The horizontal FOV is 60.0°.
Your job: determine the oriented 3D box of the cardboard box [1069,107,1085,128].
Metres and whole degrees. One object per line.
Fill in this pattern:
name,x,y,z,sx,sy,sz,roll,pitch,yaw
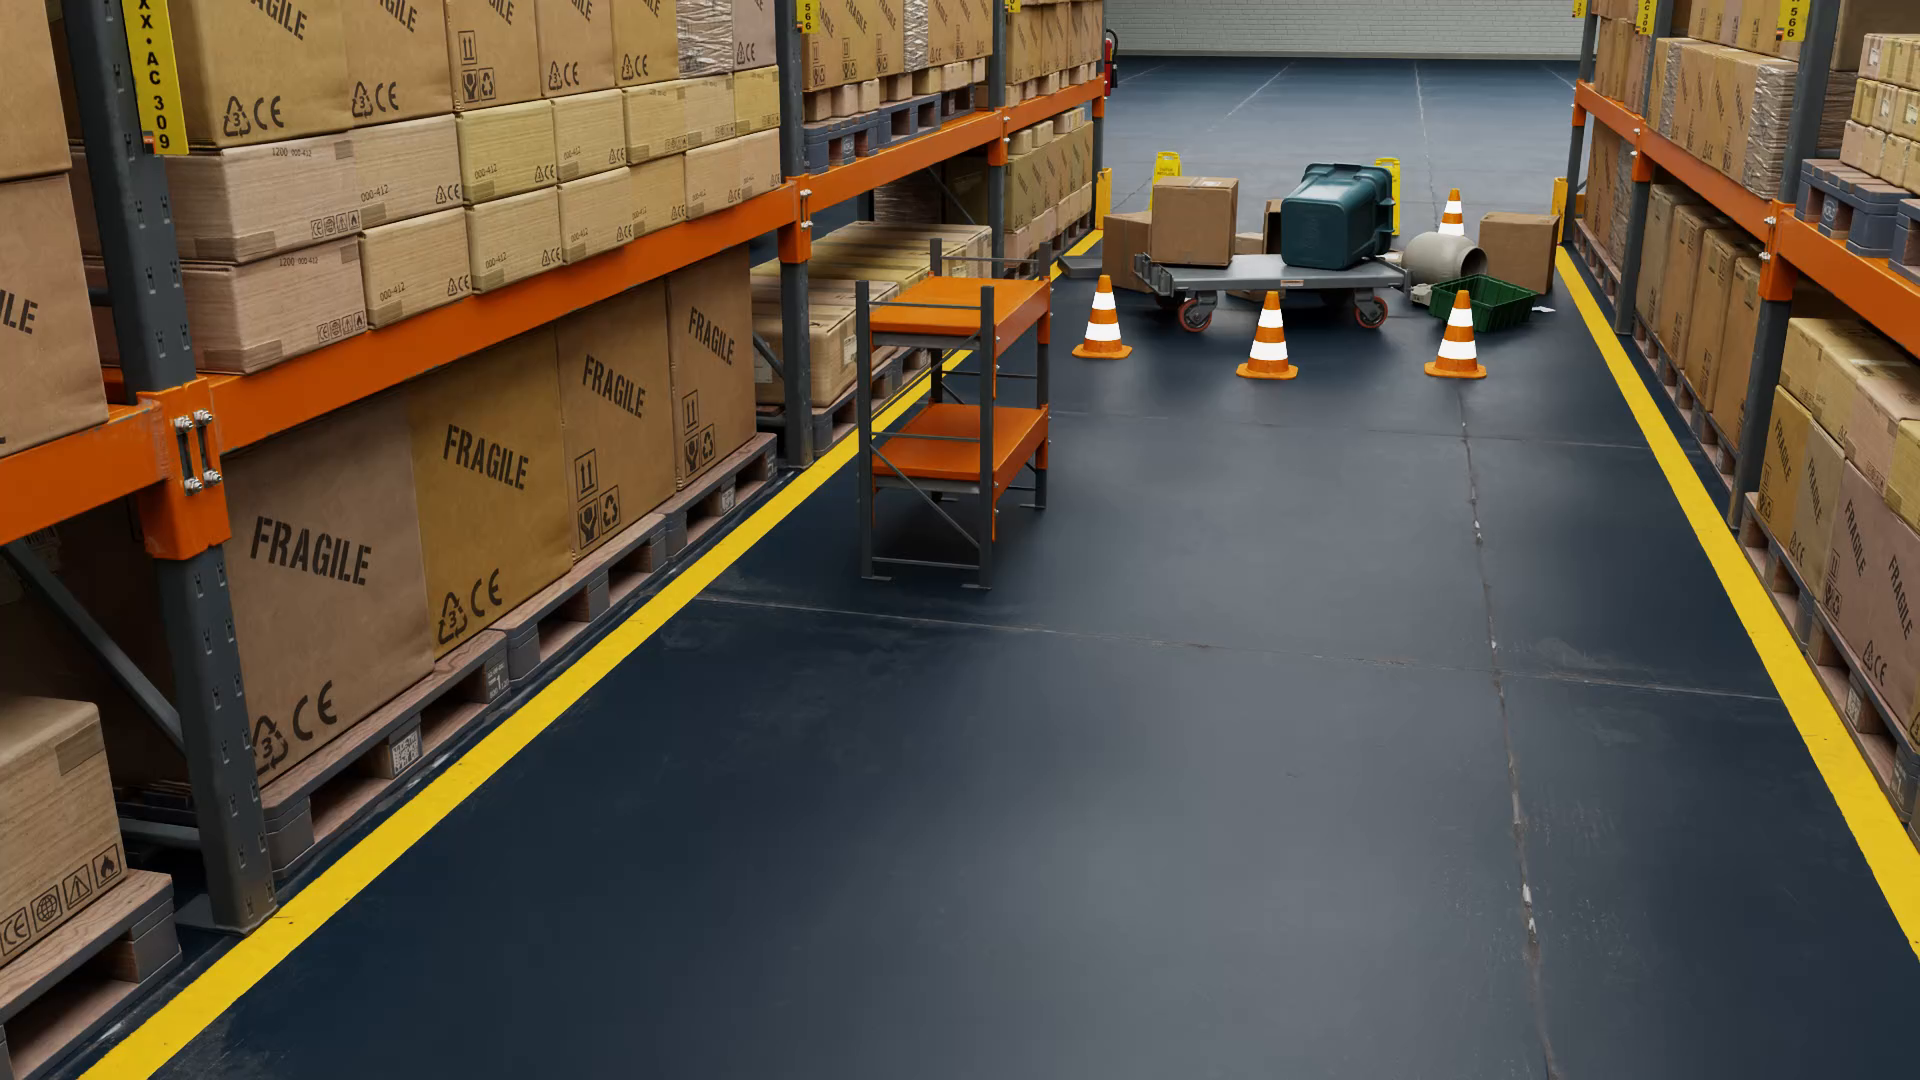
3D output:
cardboard box,0.809,-3.465,13.633,0.380,0.149,0.250,5,20,15

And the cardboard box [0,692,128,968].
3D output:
cardboard box,-2.413,0.665,3.414,0.875,0.438,0.875,4,19,13

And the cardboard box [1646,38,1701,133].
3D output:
cardboard box,4.234,-2.589,9.472,0.500,0.500,0.500,5,19,14

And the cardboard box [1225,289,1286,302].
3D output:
cardboard box,2.079,-1.836,11.653,0.258,0.266,0.396,-9,21,-24

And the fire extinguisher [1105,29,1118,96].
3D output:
fire extinguisher,1.251,-4.261,14.642,0.296,0.674,0.183,5,19,13

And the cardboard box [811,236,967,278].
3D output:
cardboard box,-0.499,-1.609,10.175,0.950,0.372,0.625,6,20,17

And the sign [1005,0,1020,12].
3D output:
sign,0.338,-3.550,10.648,0.100,0.325,0.005,5,19,13

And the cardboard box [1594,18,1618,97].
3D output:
cardboard box,5.182,-3.550,12.209,0.875,0.550,0.550,5,19,13

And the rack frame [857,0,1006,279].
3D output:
rack frame,-0.201,-3.044,10.960,1.000,3.000,0.127,5,19,13

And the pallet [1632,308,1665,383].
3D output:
pallet,4.508,-1.118,9.634,1.003,0.211,1.213,5,19,13

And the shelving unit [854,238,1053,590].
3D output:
shelving unit,-0.002,-0.530,6.500,0.538,1.125,1.048,5,19,13

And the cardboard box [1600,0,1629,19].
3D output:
cardboard box,5.159,-4.063,12.040,0.875,0.550,0.550,5,19,13

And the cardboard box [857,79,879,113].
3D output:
cardboard box,-0.618,-2.210,8.257,0.380,0.149,0.250,5,19,14

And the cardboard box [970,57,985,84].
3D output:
cardboard box,-0.059,-2.941,10.397,0.380,0.149,0.250,5,19,14

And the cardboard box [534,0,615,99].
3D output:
cardboard box,-1.427,-1.654,5.187,0.500,0.500,0.500,4,19,12

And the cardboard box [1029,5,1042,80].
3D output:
cardboard box,0.277,-3.508,11.701,0.500,0.500,0.500,5,19,13

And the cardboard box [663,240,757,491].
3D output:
cardboard box,-1.428,-0.774,6.951,0.875,0.875,0.875,4,19,13

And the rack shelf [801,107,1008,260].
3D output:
rack shelf,-0.690,-2.077,9.241,1.077,0.370,4.000,5,19,13

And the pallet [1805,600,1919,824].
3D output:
pallet,3.154,0.514,4.856,1.003,0.211,1.213,5,19,13

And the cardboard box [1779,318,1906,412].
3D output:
cardboard box,3.243,-0.605,5.876,0.500,0.250,0.500,4,19,11

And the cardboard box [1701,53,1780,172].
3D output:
cardboard box,3.741,-1.954,7.613,0.500,0.500,0.500,4,19,12

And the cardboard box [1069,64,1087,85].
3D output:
cardboard box,0.821,-3.795,13.547,0.380,0.149,0.250,5,19,14

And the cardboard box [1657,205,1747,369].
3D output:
cardboard box,4.320,-1.316,8.729,1.050,0.750,0.750,5,19,13

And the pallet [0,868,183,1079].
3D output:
pallet,-2.417,1.015,3.390,1.003,0.211,1.213,5,19,13

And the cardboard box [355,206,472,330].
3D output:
cardboard box,-1.667,-0.745,4.461,0.500,0.250,0.500,4,19,12

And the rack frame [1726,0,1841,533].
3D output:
rack frame,3.646,-1.431,6.238,1.000,3.000,0.127,5,19,13

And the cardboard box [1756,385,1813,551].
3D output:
cardboard box,3.226,-0.246,5.984,0.500,0.500,0.500,4,19,11

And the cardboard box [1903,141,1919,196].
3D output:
cardboard box,3.146,-1.134,5.105,0.380,0.149,0.250,6,20,16

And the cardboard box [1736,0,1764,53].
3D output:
cardboard box,4.136,-2.572,7.875,0.700,0.500,0.500,4,19,13

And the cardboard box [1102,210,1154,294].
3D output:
cardboard box,1.380,-2.091,12.032,0.500,0.500,0.500,-13,23,-34

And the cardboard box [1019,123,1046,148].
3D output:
cardboard box,0.418,-2.963,12.163,0.380,0.149,0.250,5,20,15

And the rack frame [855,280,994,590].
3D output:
rack frame,-0.126,-0.371,6.033,0.500,1.125,0.032,5,19,13

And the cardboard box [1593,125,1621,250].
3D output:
cardboard box,5.286,-2.638,12.409,0.875,0.875,0.875,4,19,13

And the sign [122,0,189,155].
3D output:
sign,-1.617,-0.941,3.339,0.100,0.325,0.005,5,19,13

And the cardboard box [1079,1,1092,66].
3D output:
cardboard box,0.784,-4.138,13.546,0.500,0.500,0.500,5,19,14

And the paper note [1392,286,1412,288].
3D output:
paper note,3.181,-1.847,12.059,0.172,0.023,0.155,12,22,32

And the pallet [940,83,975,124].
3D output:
pallet,-0.529,-2.726,10.323,1.003,0.211,1.213,5,19,13

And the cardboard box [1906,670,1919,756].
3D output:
cardboard box,2.731,0.394,4.112,0.500,0.500,0.500,4,19,12

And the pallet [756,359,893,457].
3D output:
pallet,-0.986,-0.716,8.457,1.003,0.211,1.213,5,19,13

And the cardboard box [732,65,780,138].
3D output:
cardboard box,-1.050,-1.784,6.730,0.500,0.250,0.500,5,19,13

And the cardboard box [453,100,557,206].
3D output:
cardboard box,-1.525,-1.140,4.843,0.500,0.250,0.500,5,19,14

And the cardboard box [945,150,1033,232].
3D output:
cardboard box,0.205,-2.460,11.695,0.500,0.500,0.500,6,20,16

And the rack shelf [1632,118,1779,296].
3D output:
rack shelf,4.135,-1.718,8.189,1.077,0.370,4.000,5,19,13

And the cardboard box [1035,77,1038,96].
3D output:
cardboard box,0.363,-3.329,12.181,0.380,0.149,0.250,5,19,13

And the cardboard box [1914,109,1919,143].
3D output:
cardboard box,3.146,-1.268,5.039,0.380,0.149,0.250,5,19,14

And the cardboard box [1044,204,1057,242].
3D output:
cardboard box,0.452,-2.440,12.796,0.500,0.250,0.500,4,19,13

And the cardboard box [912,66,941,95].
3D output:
cardboard box,-0.322,-2.623,9.464,0.380,0.149,0.250,5,19,13

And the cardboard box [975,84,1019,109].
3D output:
cardboard box,0.187,-2.999,11.216,0.380,0.149,0.250,5,19,13

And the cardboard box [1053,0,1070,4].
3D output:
cardboard box,0.412,-4.140,12.006,0.700,0.500,0.500,4,19,12

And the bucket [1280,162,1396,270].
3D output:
bucket,2.421,-2.080,10.850,0.726,0.611,0.620,12,32,32

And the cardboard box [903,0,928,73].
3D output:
cardboard box,-0.470,-2.787,8.943,0.500,0.500,0.500,4,19,11

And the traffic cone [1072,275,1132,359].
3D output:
traffic cone,0.854,-1.345,9.909,0.336,0.463,0.334,5,19,13

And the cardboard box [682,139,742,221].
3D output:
cardboard box,-1.160,-1.379,6.317,0.500,0.250,0.500,5,19,14

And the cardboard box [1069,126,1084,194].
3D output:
cardboard box,0.709,-3.115,13.611,0.500,0.500,0.500,5,20,15
